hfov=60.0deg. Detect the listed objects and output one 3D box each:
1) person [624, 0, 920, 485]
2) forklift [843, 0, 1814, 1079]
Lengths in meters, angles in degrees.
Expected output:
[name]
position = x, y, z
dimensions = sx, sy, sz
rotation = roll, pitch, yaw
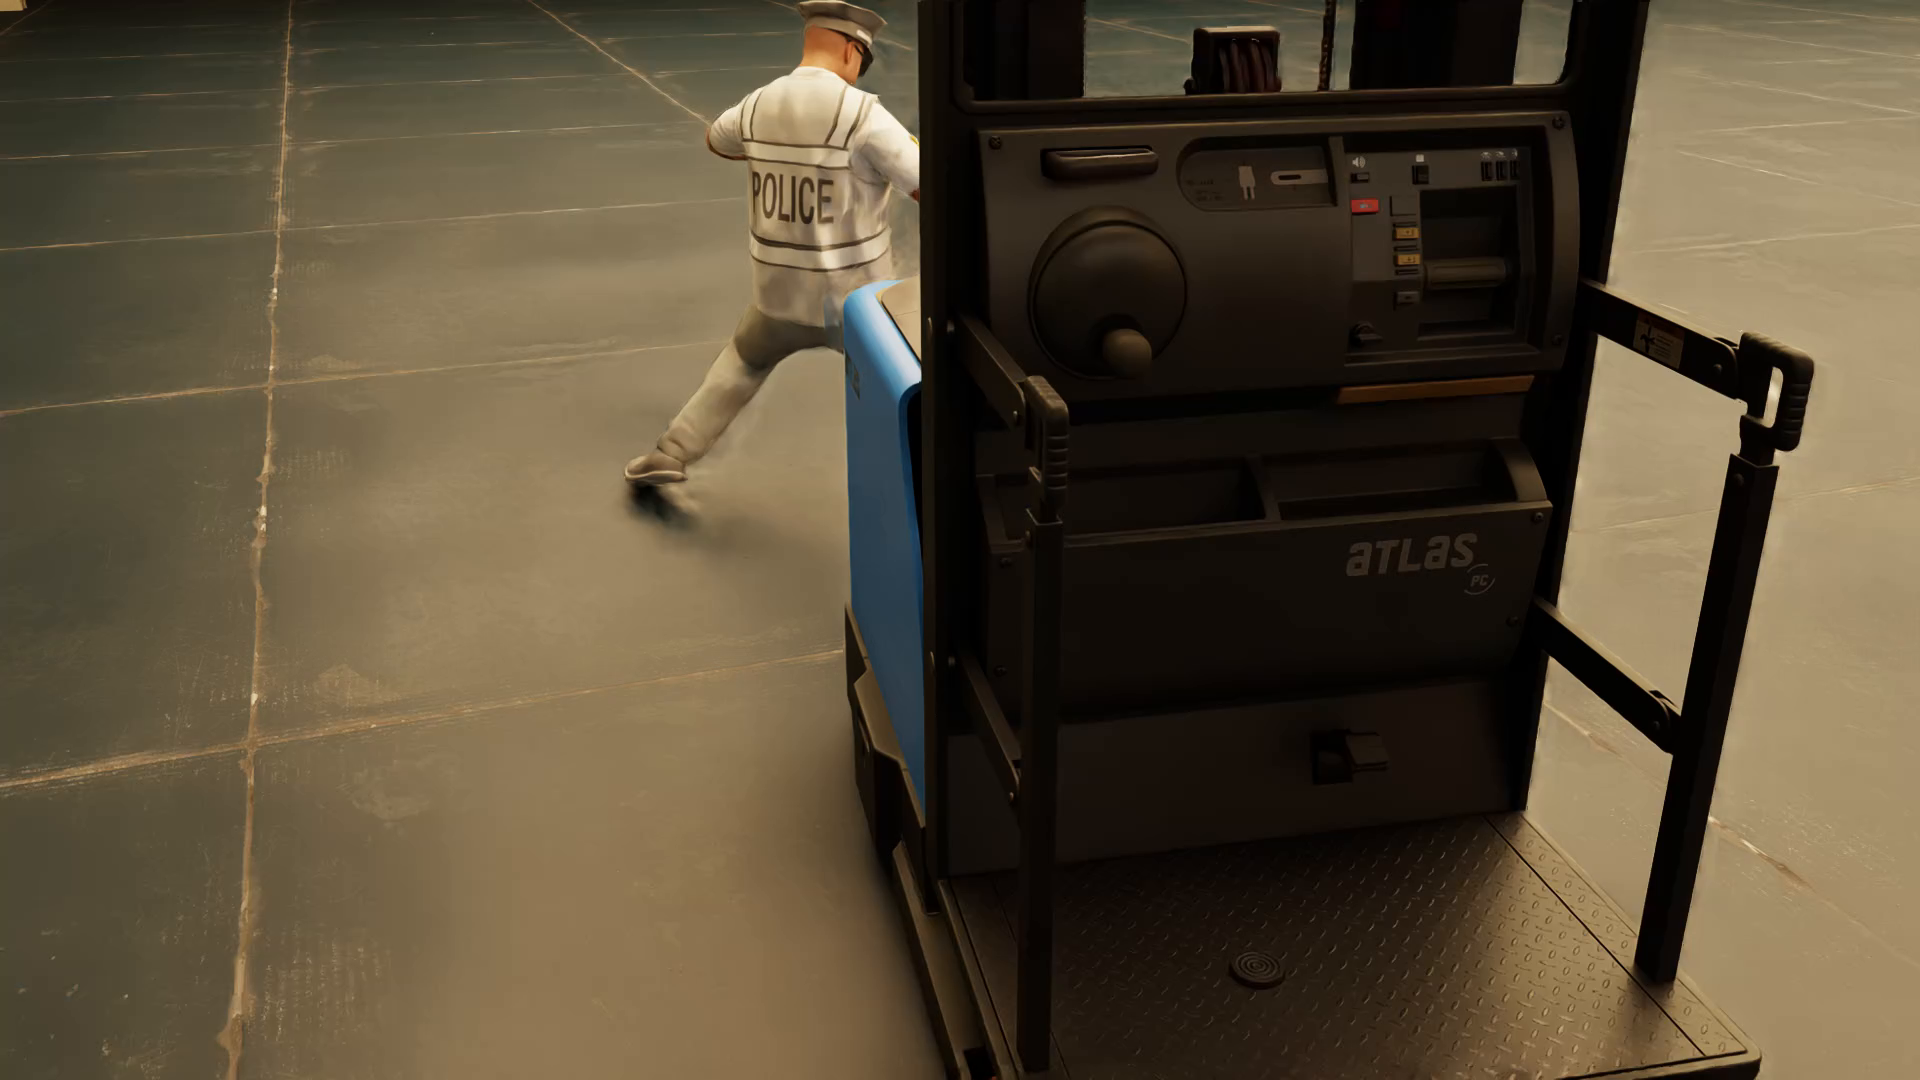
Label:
[person]
position = -0.384, -0.873, 5.155
dimensions = 1.320, 1.546, 0.838
rotation = 12, 26, 27
[forklift]
position = 0.532, -0.414, 2.284
dimensions = 1.130, 2.935, 3.031
rotation = -5, 23, -11
